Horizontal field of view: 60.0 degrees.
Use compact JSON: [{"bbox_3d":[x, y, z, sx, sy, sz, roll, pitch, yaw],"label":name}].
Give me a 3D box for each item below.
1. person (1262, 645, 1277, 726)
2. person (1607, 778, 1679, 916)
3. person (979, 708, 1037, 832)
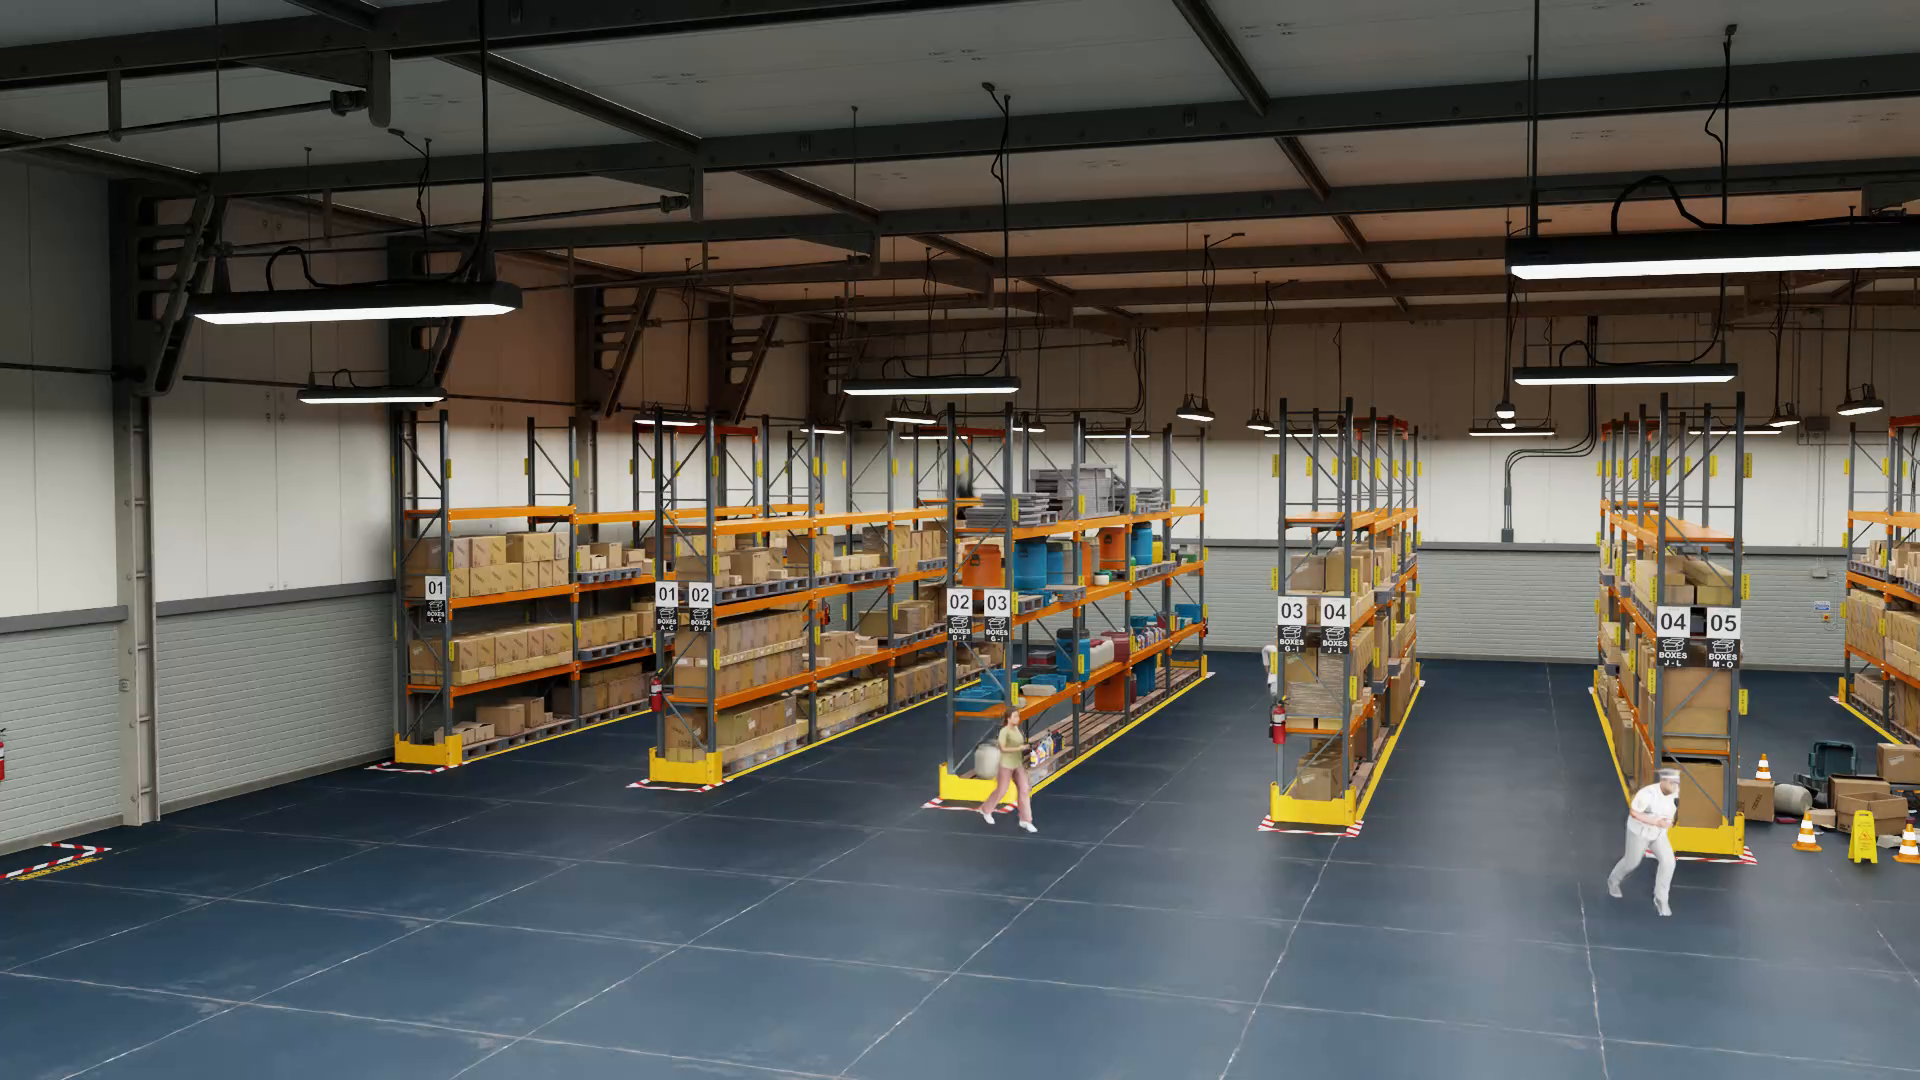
[{"bbox_3d":[6.281,2.831,32.657,0.697,1.610,0.932,0,2,11],"label":"person"},{"bbox_3d":[7.805,3.405,18.968,0.708,1.697,1.010,-1,3,-21],"label":"person"},{"bbox_3d":[0.669,3.150,22.996,0.948,1.678,0.562,2,3,38],"label":"person"}]
